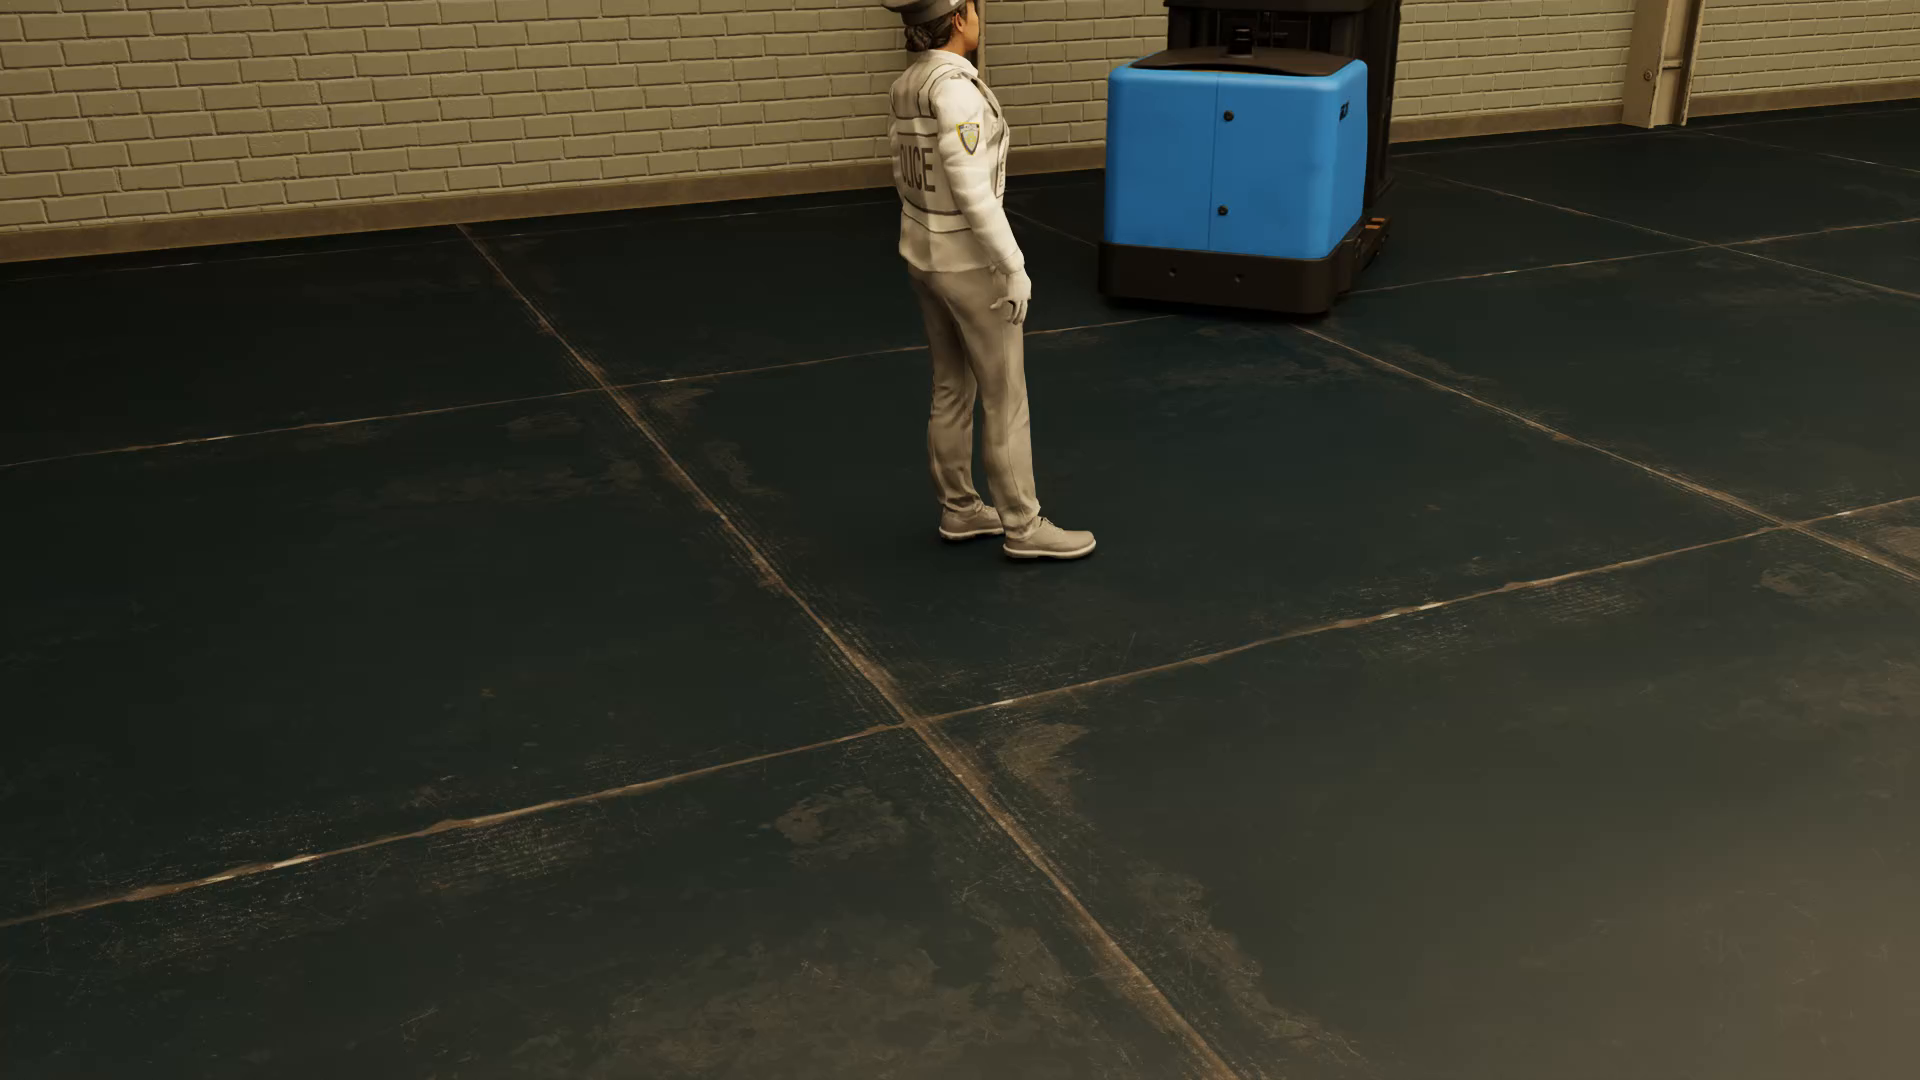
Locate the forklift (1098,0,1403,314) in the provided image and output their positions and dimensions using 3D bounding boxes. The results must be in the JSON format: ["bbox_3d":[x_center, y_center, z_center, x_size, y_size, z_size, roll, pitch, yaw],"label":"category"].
[{"bbox_3d":[1.649,-2.882,8.224,1.130,2.935,3.031,9,24,20],"label":"forklift"}]

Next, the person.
[{"bbox_3d":[0.065,-0.798,4.799,0.531,1.694,0.586,-10,25,-23],"label":"person"}]
